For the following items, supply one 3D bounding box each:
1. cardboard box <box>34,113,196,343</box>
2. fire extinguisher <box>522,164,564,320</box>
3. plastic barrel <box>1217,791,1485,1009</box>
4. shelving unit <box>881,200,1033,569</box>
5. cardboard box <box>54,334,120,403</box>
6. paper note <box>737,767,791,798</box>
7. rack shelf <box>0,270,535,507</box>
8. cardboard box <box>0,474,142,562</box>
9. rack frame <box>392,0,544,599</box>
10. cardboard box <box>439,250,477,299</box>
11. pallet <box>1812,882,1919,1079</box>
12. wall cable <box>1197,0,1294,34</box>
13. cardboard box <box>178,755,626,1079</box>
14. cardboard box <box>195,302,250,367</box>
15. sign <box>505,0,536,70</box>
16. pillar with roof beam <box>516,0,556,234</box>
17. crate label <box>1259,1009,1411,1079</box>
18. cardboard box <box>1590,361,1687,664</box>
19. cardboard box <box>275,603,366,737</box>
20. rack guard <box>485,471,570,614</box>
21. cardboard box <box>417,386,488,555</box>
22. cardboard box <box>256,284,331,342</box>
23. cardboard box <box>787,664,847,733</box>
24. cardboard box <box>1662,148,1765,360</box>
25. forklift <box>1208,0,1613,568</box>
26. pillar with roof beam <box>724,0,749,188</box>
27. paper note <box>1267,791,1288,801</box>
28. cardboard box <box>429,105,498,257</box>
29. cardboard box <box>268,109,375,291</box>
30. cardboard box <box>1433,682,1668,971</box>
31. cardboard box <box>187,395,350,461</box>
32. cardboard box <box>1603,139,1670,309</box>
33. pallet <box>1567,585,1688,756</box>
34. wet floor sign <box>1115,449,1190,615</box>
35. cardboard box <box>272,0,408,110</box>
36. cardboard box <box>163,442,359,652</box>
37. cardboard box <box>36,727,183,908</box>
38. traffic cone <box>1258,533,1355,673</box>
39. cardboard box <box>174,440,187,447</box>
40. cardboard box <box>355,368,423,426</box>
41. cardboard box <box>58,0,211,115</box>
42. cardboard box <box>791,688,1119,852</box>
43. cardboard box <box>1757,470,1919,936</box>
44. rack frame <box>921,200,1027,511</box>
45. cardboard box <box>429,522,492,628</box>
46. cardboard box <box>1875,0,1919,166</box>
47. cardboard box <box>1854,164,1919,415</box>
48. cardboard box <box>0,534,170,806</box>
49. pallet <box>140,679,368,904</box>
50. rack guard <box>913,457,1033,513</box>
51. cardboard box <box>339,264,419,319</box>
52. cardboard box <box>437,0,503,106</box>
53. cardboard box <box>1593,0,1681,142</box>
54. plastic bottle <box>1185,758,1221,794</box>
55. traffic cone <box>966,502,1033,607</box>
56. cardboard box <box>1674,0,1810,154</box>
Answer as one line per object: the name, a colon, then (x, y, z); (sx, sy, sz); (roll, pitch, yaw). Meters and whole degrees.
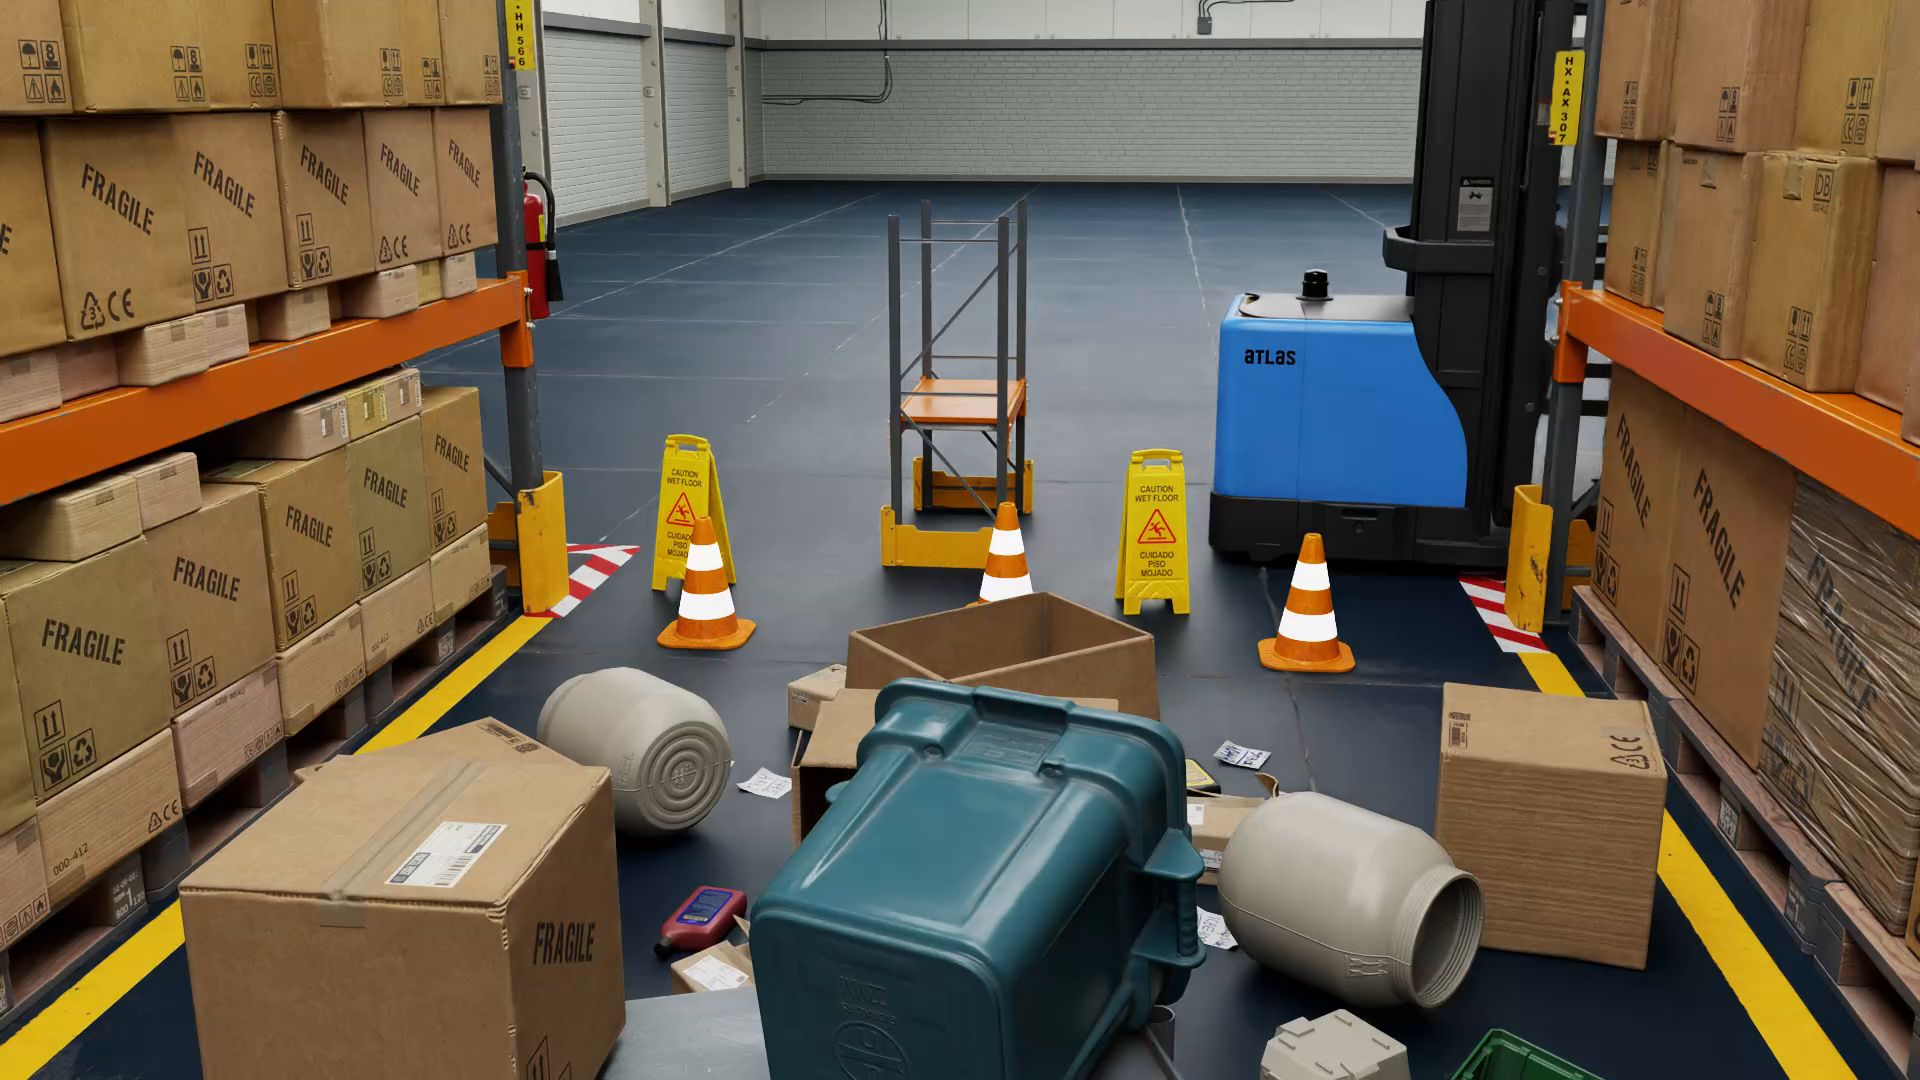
cardboard box: (-2.217, -0.757, 3.955); (0.500, 0.500, 0.500); (2, 15, 6)
fire extinguisher: (-1.724, -1.215, 6.558); (0.296, 0.674, 0.183); (2, 15, 6)
plastic barrel: (0.887, 0.825, 3.800); (0.421, 0.421, 0.512); (-14, 20, -42)
shelving unit: (0.009, -0.744, 7.539); (0.587, 1.500, 1.083); (2, 15, 6)
cardboard box: (-2.254, -0.420, 3.950); (0.380, 0.149, 0.250); (2, 15, 6)
paper note: (-0.569, 0.722, 4.955); (0.148, 0.019, 0.142); (7, 17, 25)
rack shelf: (-2.421, -0.370, 4.663); (1.077, 0.370, 4.000); (2, 15, 6)
cardboard box: (-2.182, -0.059, 3.916); (0.380, 0.149, 0.250); (2, 15, 8)
rack frame: (-2.195, -1.236, 6.488); (1.000, 3.000, 0.127); (2, 15, 6)
cardboard box: (-1.943, -0.943, 5.884); (0.380, 0.149, 0.250); (2, 15, 6)
pallet: (2.447, 1.072, 3.294); (1.003, 0.211, 1.213); (2, 15, 6)
wall cable: (6.361, -13.987, 35.636); (2.305, 6.003, 0.169); (2, 15, 6)
cardboard box: (-0.874, 0.687, 2.714); (0.500, 0.500, 0.500); (2, 15, 6)
cardboard box: (-2.138, -0.548, 4.422); (0.380, 0.149, 0.250); (2, 15, 6)
sign: (-1.646, -1.926, 6.216); (0.100, 0.325, 0.005); (2, 15, 6)
pillar with roof beam: (-1.793, -8.665, 22.468); (9.100, 9.000, 0.400); (2, 15, 6)
crate label: (0.767, 1.082, 3.399); (0.298, 0.136, 0.250); (-10, 18, -32)
cardboard box: (2.724, -0.116, 5.611); (0.875, 0.875, 0.875); (2, 15, 7)
cardboard box: (-2.139, 0.376, 4.989); (0.500, 0.250, 0.500); (1, 15, 4)
rack guard: (-2.204, -0.010, 6.741); (1.175, 0.500, 0.348); (2, 15, 6)
cardboard box: (-2.026, -0.258, 5.897); (0.500, 0.500, 0.500); (2, 15, 7)
cardboard box: (-2.099, -0.678, 4.904); (0.380, 0.149, 0.250); (2, 15, 6)
cardboard box: (-0.336, 0.539, 5.383); (0.380, 0.149, 0.250); (11, 19, 35)
cardboard box: (2.510, -0.807, 4.612); (0.875, 0.550, 0.550); (2, 15, 6)
forklift: (2.665, -1.355, 7.060); (3.031, 2.935, 1.130); (3, 15, 12)
pillar with roof beam: (-0.439, -11.778, 33.978); (9.100, 9.000, 0.400); (2, 15, 6)
paper note: (0.917, 0.756, 4.846); (0.032, 0.001, 0.123); (11, 19, 35)
cardboard box: (-1.982, -1.279, 5.885); (0.500, 0.500, 0.500); (1, 15, 5)
cardboard box: (-2.103, -1.020, 4.926); (0.500, 0.500, 0.500); (2, 15, 6)
cardboard box: (1.439, 0.693, 4.136); (0.500, 0.500, 0.500); (4, 16, 16)
cardboard box: (-2.064, -0.341, 4.960); (0.380, 0.149, 0.250); (2, 15, 9)
cardboard box: (2.738, -1.092, 5.665); (0.875, 0.550, 0.550); (2, 15, 6)
pallet: (2.722, 0.439, 5.634); (1.003, 0.211, 1.213); (2, 15, 6)
wet floor sign: (0.771, -0.046, 6.596); (0.267, 0.644, 0.232); (-1, 15, -3)
cardboard box: (-2.056, -1.506, 4.807); (0.700, 0.500, 0.500); (2, 15, 6)
cardboard box: (-2.146, 0.008, 4.913); (0.500, 0.500, 0.500); (1, 15, 5)
cardboard box: (-2.262, 0.642, 4.005); (0.500, 0.250, 0.500); (3, 15, 9)
traffic cone: (1.264, 0.204, 6.022); (0.336, 0.463, 0.334); (2, 15, 6)
cardboard box: (-2.618, -0.131, 5.426); (0.500, 0.500, 0.500); (1, 15, 4)
cardboard box: (-2.001, -0.474, 5.453); (0.380, 0.149, 0.250); (2, 15, 8)
cardboard box: (-2.218, -1.242, 3.833); (0.700, 0.500, 0.500); (1, 15, 5)
cardboard box: (0.025, 0.676, 3.938); (0.797, 0.637, 0.503); (2, 15, 6)
cardboard box: (2.522, 0.349, 3.892); (0.875, 0.875, 0.875); (2, 15, 7)
rack frame: (0.067, -0.878, 8.036); (0.500, 1.500, 0.032); (2, 15, 6)
cardboard box: (-2.022, 0.112, 5.964); (0.500, 0.250, 0.500); (2, 15, 6)
cardboard box: (2.503, -1.050, 3.442); (0.875, 0.550, 0.550); (2, 15, 6)
cardboard box: (2.531, -0.528, 3.580); (0.875, 0.550, 0.550); (2, 15, 6)
cardboard box: (-2.263, 0.279, 3.909); (0.500, 0.500, 0.500); (2, 15, 9)
pallet: (-2.470, 0.655, 4.837); (1.003, 0.211, 1.213); (2, 15, 6)
rack guard: (0.065, -0.270, 8.180); (0.587, 0.250, 0.087); (2, 15, 6)
cardboard box: (-1.992, -0.809, 5.390); (0.380, 0.149, 0.250); (2, 15, 7)
cardboard box: (-2.036, -1.772, 5.792); (0.700, 0.500, 0.500); (1, 15, 5)
cardboard box: (2.654, -1.615, 5.533); (0.875, 0.550, 0.550); (2, 15, 6)
plastic bottle: (0.678, 0.723, 4.873); (0.133, 0.061, 0.283); (-4, 16, -13)
traffic cone: (0.180, 0.082, 6.471); (0.336, 0.463, 0.334); (2, 15, 6)
cardboard box: (2.486, -1.329, 4.473); (0.875, 0.550, 0.550); (2, 15, 6)
